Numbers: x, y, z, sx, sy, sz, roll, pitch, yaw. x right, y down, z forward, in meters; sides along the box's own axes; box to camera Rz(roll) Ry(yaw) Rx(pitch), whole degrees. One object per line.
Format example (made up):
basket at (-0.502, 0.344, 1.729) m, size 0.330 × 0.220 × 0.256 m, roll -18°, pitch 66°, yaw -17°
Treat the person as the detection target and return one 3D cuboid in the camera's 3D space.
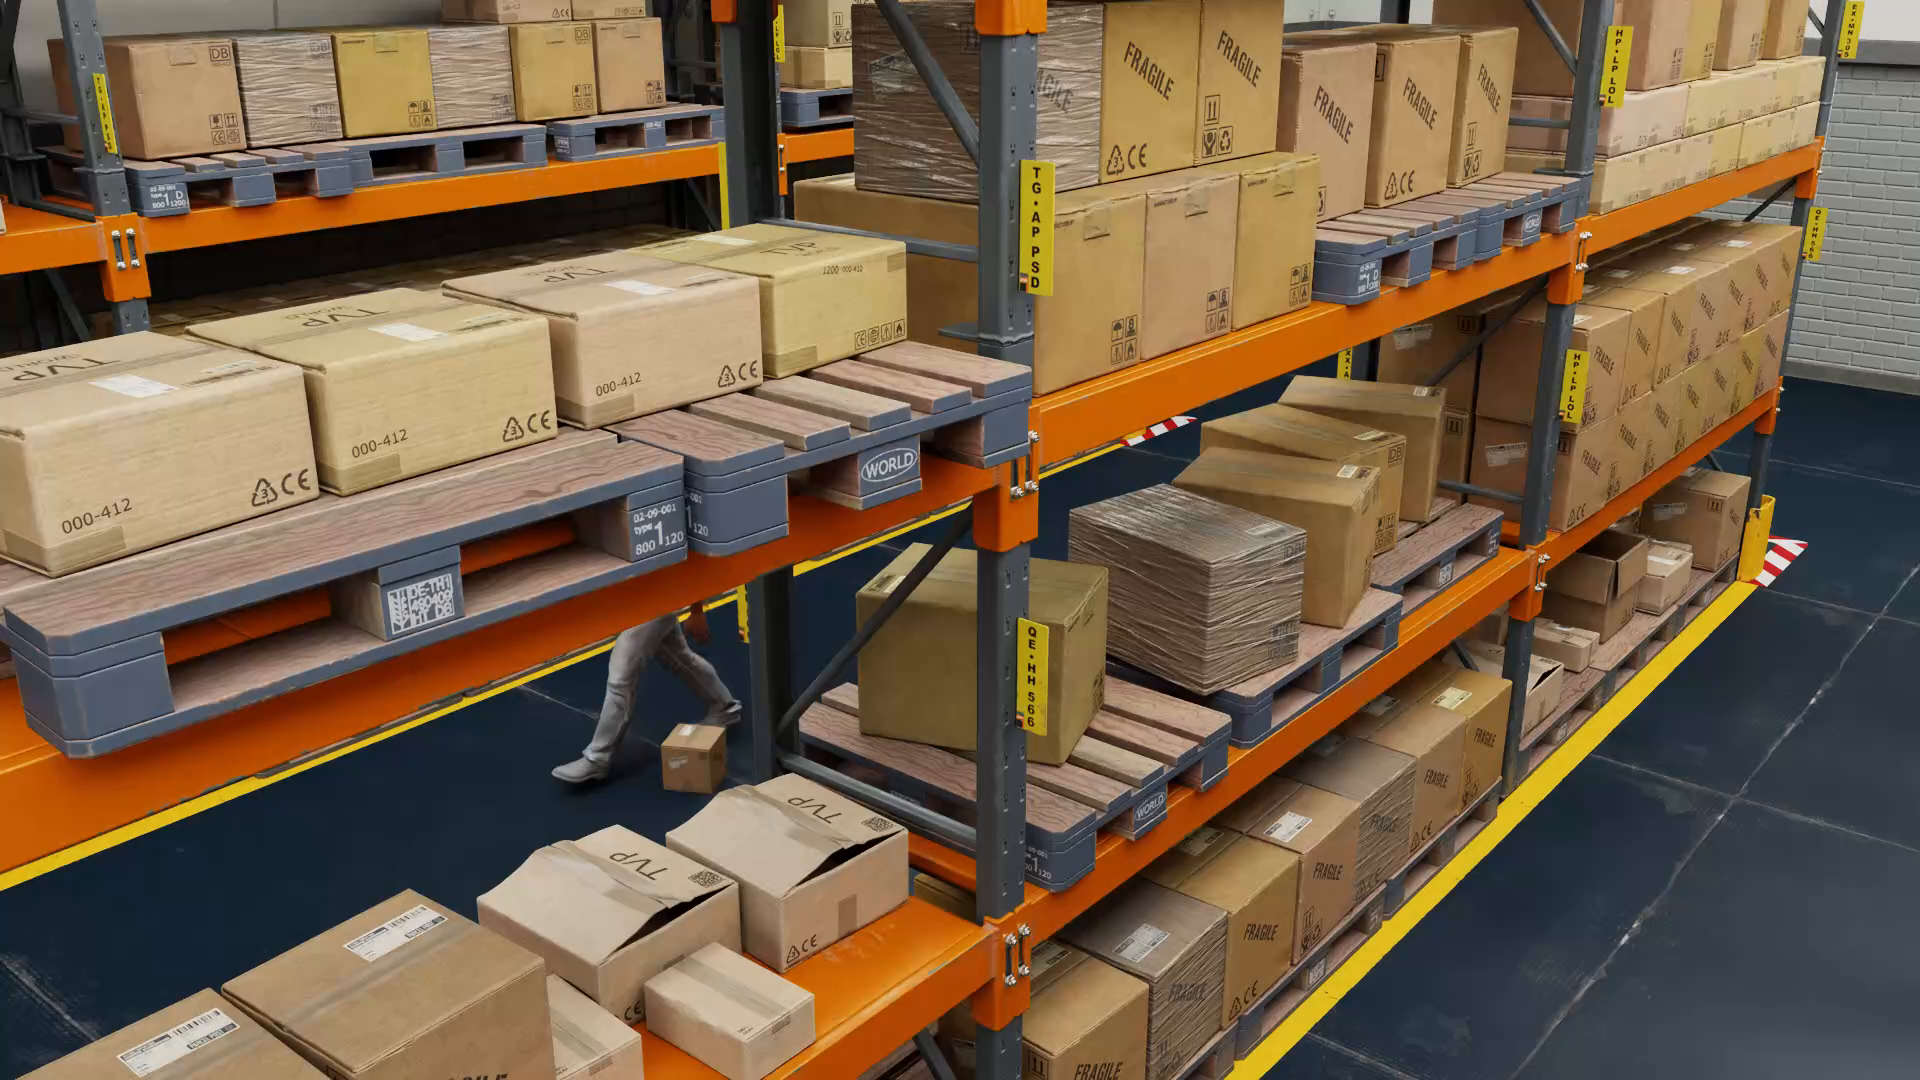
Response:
person at (-1.601, 0.299, 8.228) m, size 1.068 × 1.714 × 0.580 m, roll -11°, pitch 23°, yaw -27°
